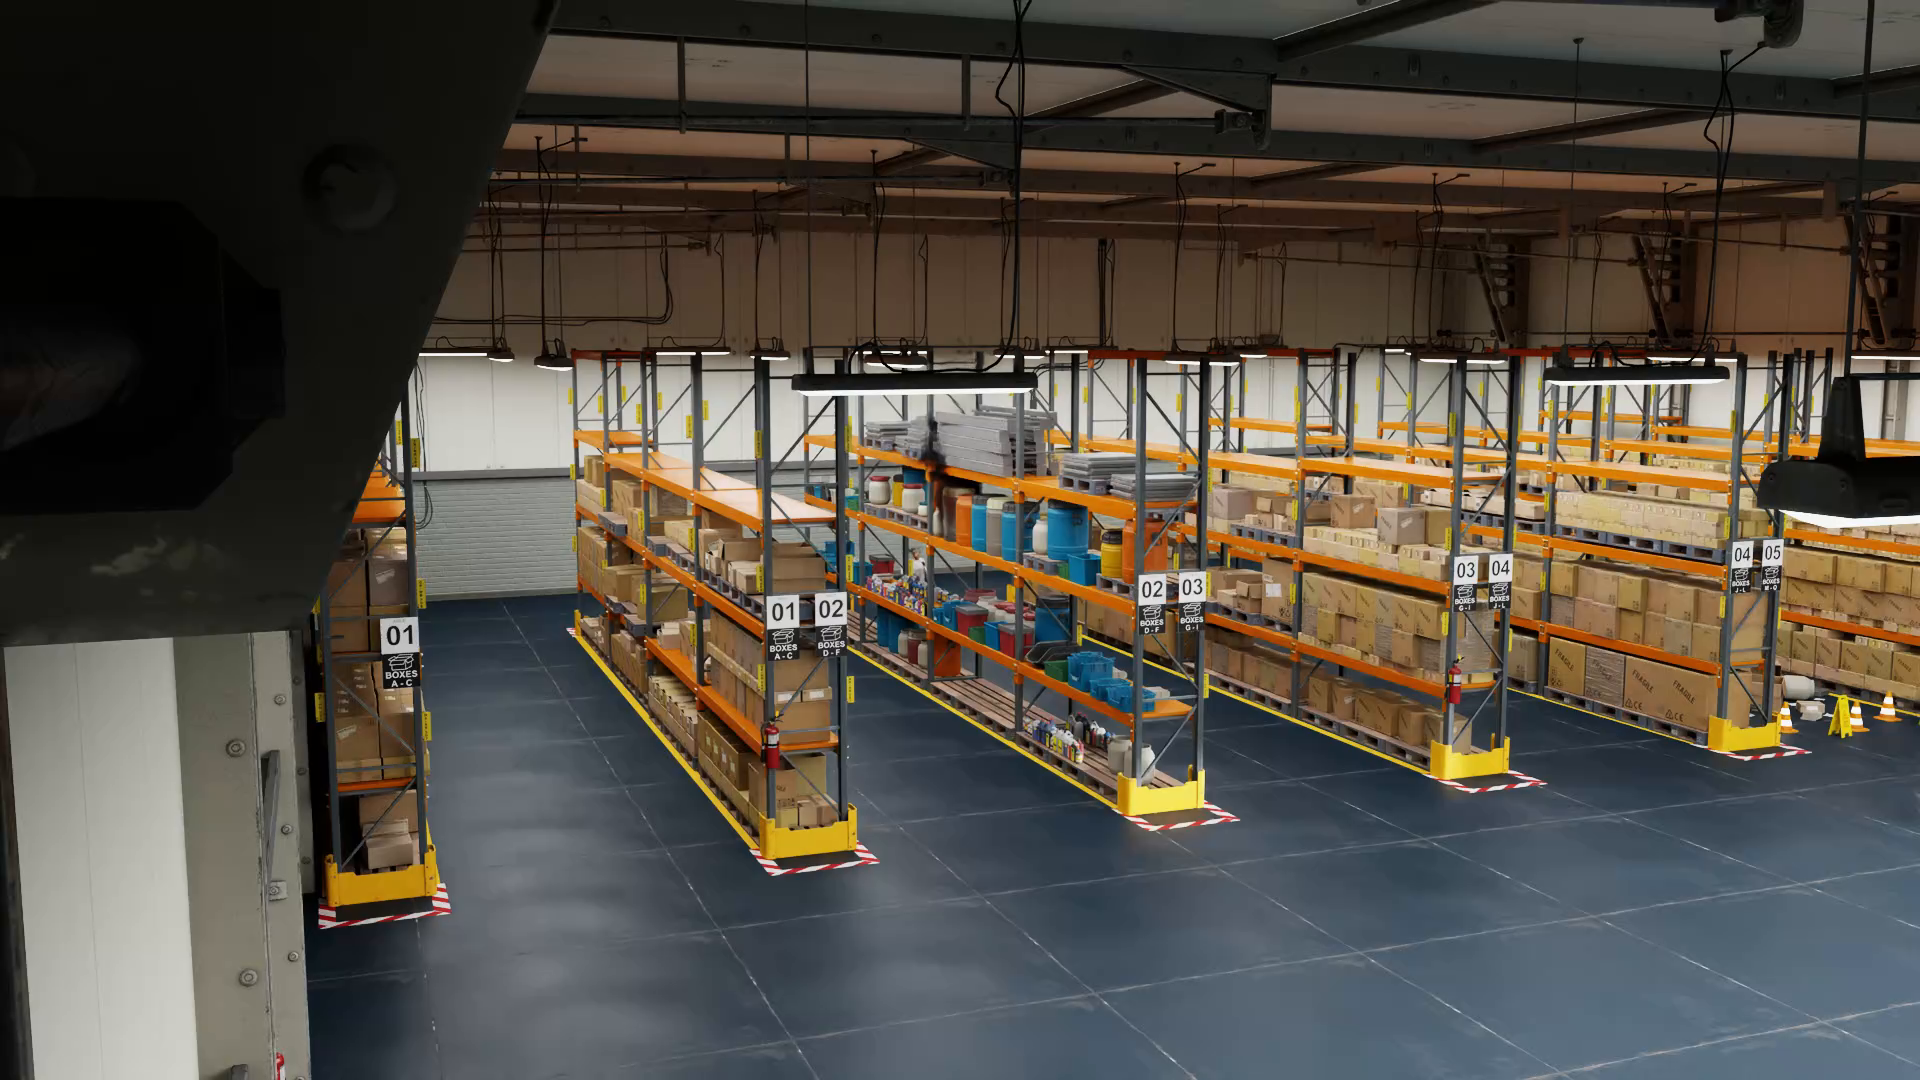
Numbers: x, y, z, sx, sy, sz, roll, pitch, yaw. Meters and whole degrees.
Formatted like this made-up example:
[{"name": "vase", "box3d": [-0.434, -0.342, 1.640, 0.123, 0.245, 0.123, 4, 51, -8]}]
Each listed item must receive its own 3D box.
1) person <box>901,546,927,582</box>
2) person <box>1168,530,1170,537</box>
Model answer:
[{"name": "person", "box3d": [-0.922, 0.953, 36.741, 0.632, 1.650, 0.558, -5, 9, -36]}, {"name": "person", "box3d": [4.793, 0.594, 39.329, 0.738, 1.704, 0.971, 1, 7, 12]}]
